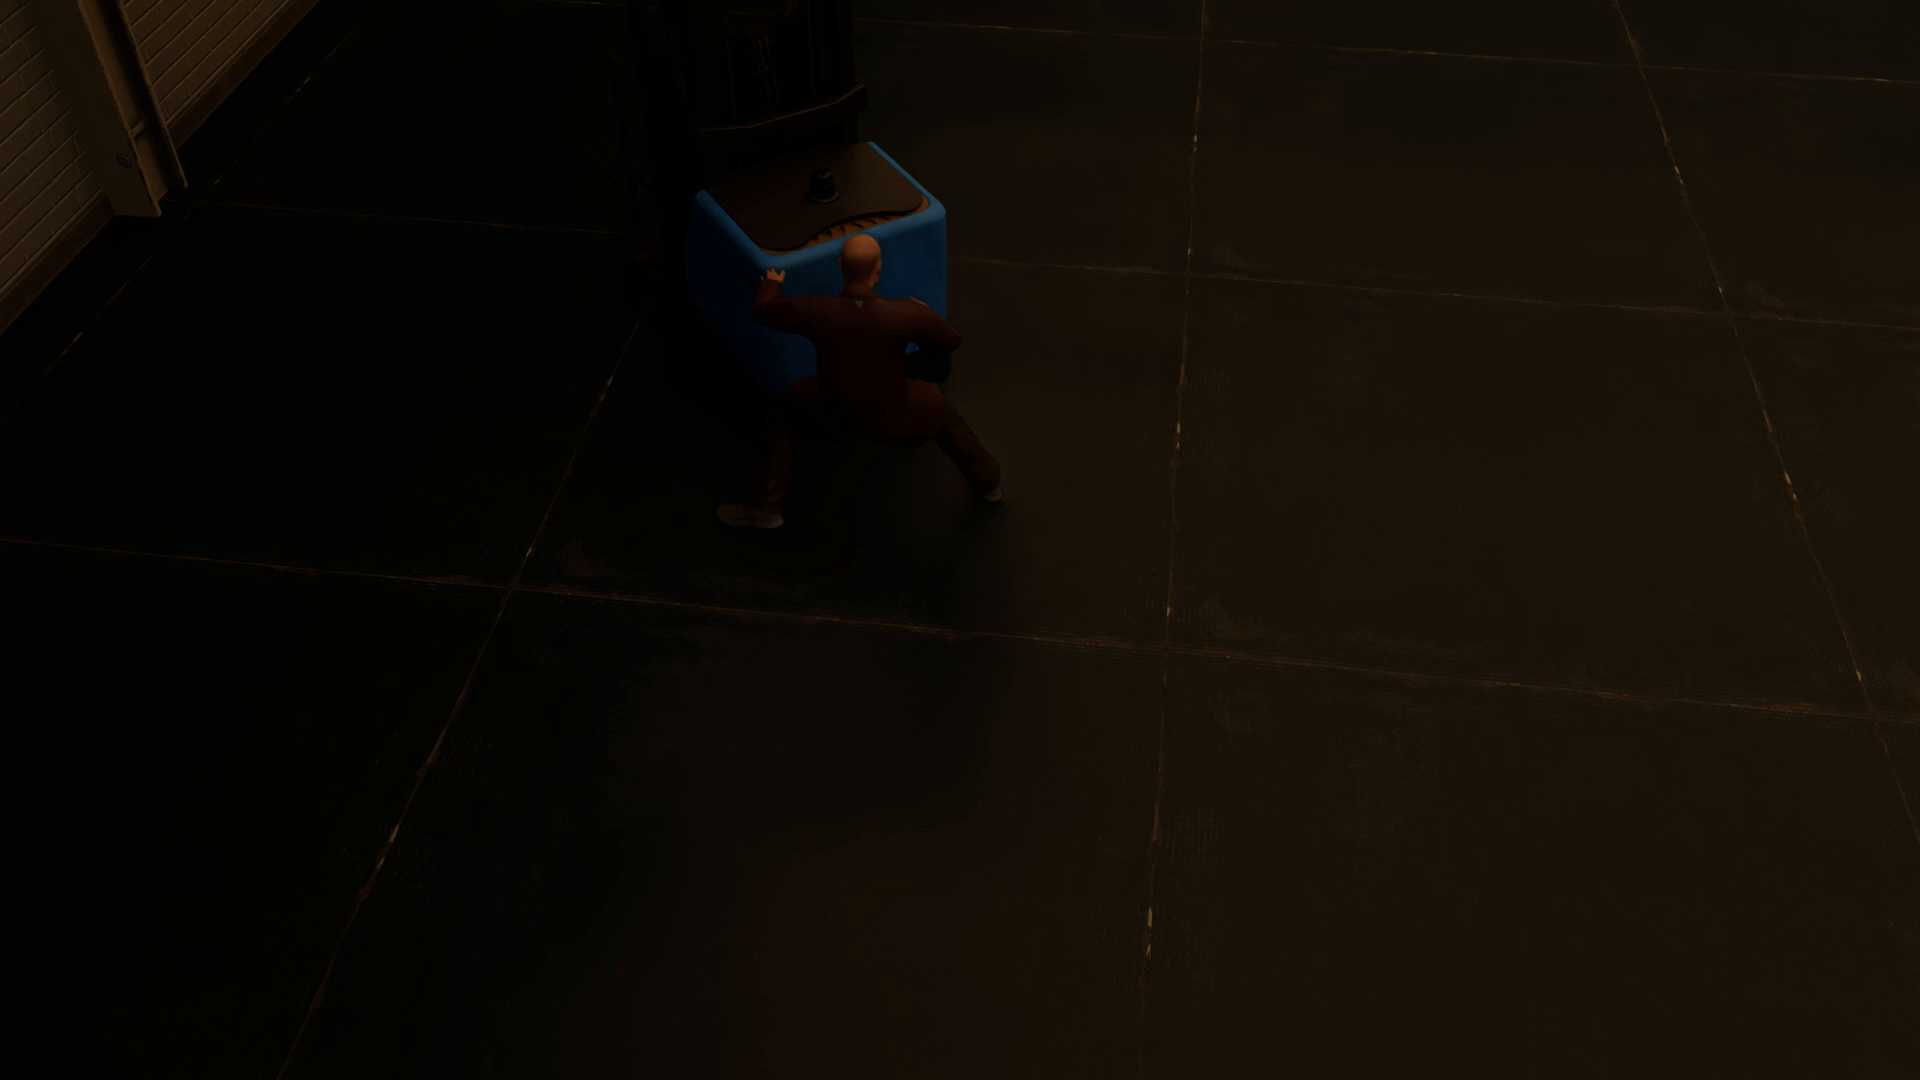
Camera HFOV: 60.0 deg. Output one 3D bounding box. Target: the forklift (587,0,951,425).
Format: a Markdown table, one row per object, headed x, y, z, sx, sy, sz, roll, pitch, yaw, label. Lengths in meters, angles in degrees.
| x | y | z | sx | sy | sz | roll | pitch | yaw | label |
| --- | --- | --- | --- | --- | --- | --- | --- | --- | --- |
| -1.235 | -2.590 | 8.543 | 1.130 | 2.935 | 3.031 | -22 | 47 | -22 | forklift |

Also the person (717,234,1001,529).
| x | y | z | sx | sy | sz | roll | pitch | yaw | label |
| --- | --- | --- | --- | --- | --- | --- | --- | --- | --- |
| -0.473 | -0.768 | 7.587 | 1.343 | 1.540 | 0.767 | 4 | 43 | 4 | person |
